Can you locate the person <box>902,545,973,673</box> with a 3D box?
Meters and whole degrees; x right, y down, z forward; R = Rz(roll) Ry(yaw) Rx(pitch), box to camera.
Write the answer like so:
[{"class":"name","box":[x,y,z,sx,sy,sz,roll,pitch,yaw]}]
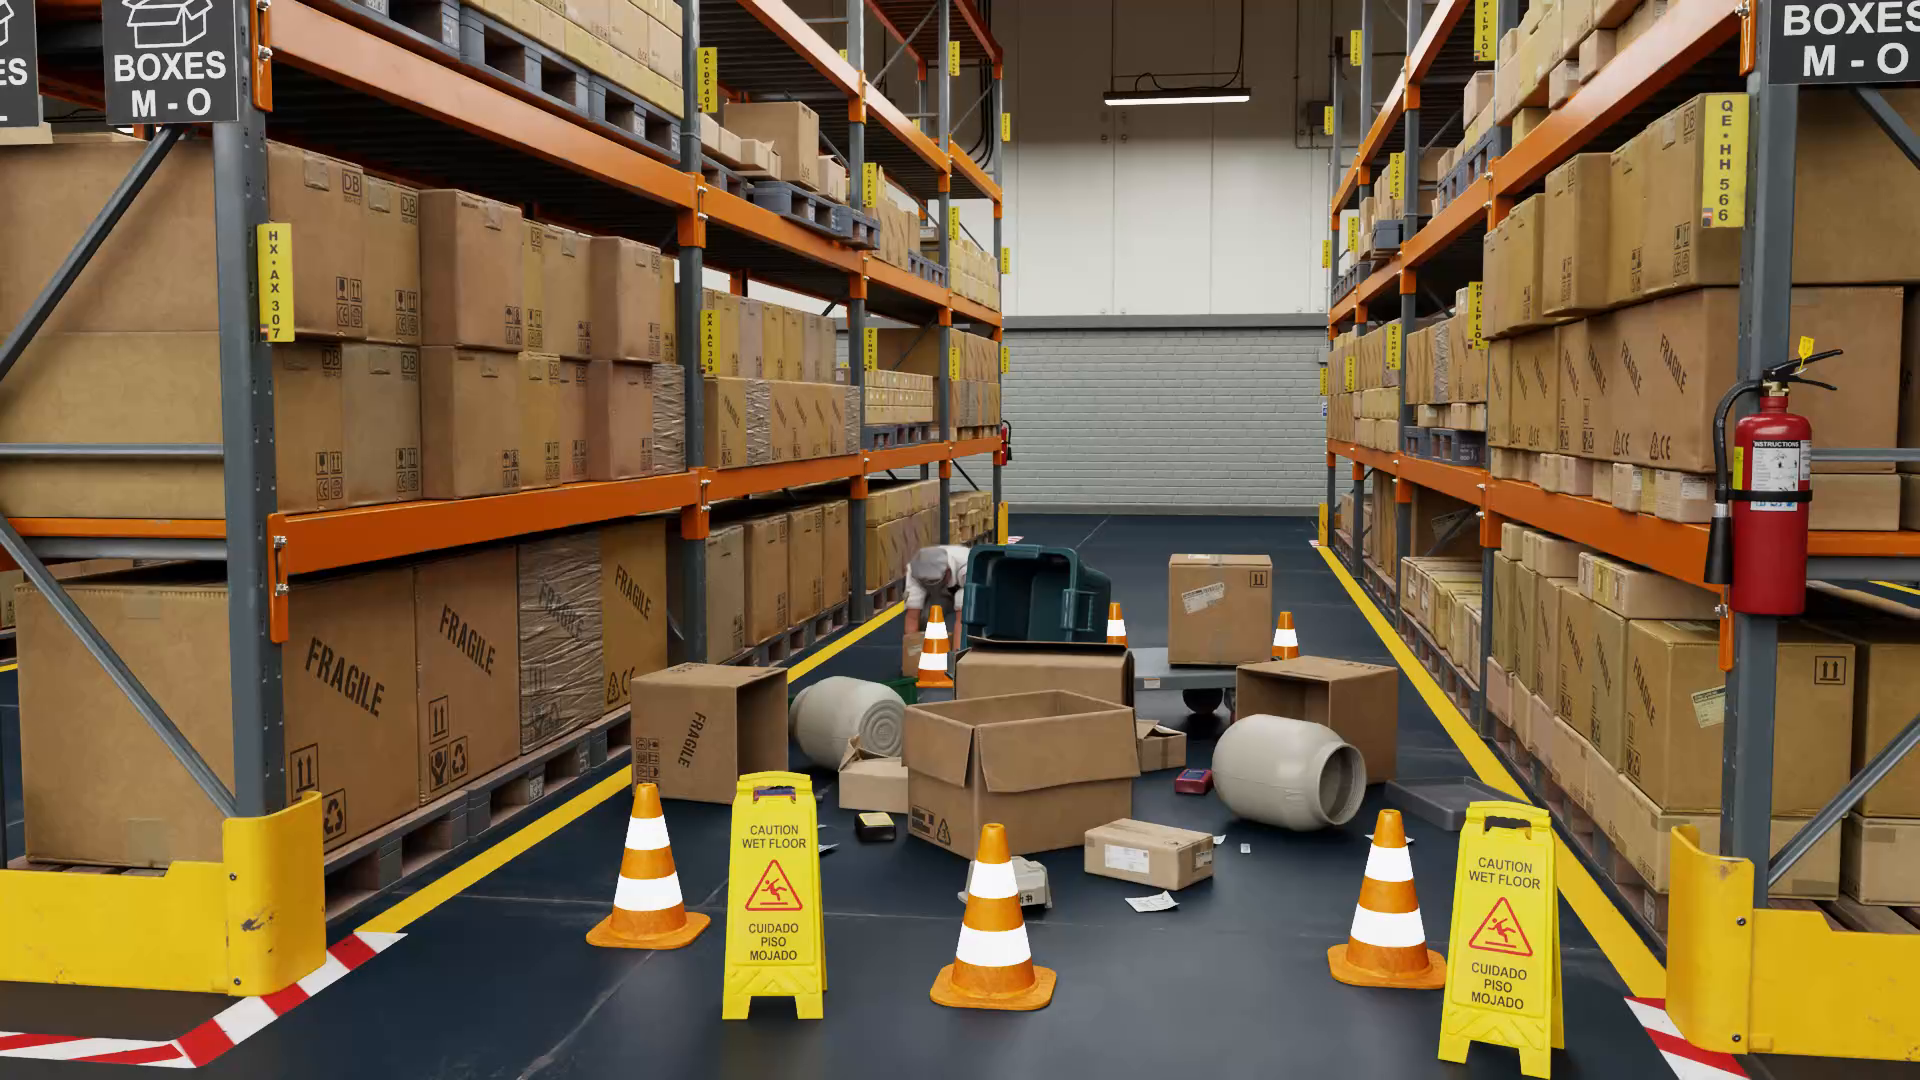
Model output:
[{"class":"person","box":[-0.073,0.419,10.494,0.527,0.819,1.020,2,5,20]}]
